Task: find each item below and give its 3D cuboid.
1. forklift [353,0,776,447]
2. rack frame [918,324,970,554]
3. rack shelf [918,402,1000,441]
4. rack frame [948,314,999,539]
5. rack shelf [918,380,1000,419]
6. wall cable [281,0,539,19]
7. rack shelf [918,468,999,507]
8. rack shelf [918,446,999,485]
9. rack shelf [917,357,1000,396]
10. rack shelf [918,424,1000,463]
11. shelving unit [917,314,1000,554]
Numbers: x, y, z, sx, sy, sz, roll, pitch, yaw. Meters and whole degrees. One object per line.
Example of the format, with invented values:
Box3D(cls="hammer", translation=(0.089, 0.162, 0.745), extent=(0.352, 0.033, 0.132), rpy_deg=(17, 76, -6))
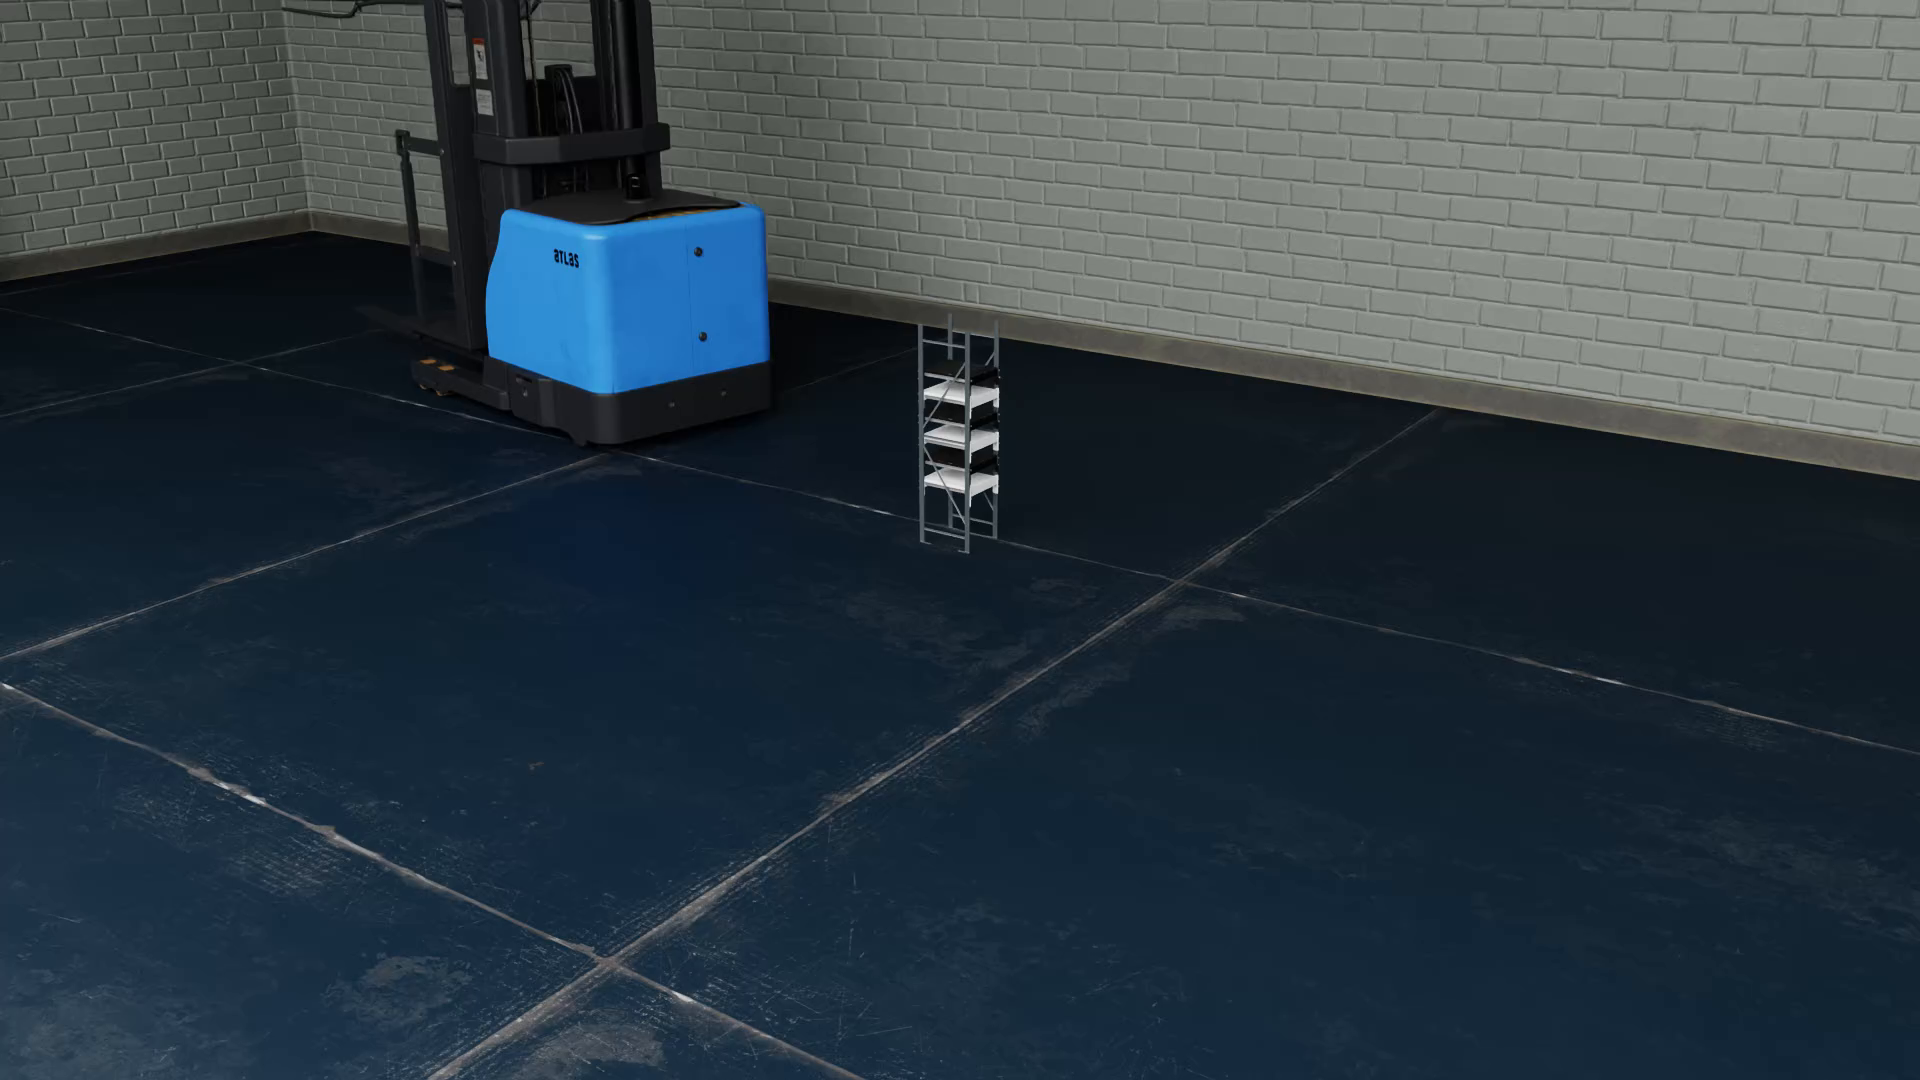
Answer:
Box3D(cls="forklift", translation=(-2.310, -2.243, 8.603), extent=(1.130, 2.935, 3.031), rpy_deg=(-18, 27, -40))
Box3D(cls="rack frame", translation=(-0.062, -0.391, 6.524), extent=(0.240, 0.900, 0.006), rpy_deg=(13, 24, 32))
Box3D(cls="rack shelf", translation=(-0.005, -0.473, 6.583), extent=(0.258, 0.077, 0.200), rpy_deg=(13, 24, 32))
Box3D(cls="rack frame", translation=(0.053, -0.449, 6.681), extent=(0.240, 0.900, 0.006), rpy_deg=(13, 24, 32))
Box3D(cls="rack shelf", translation=(-0.005, -0.557, 6.552), extent=(0.258, 0.077, 0.200), rpy_deg=(13, 24, 32))
Box3D(cls="wall cable", translation=(-4.122, -5.010, 11.815), extent=(3.097, 2.526, 0.112), rpy_deg=(13, 24, 32))
Box3D(cls="rack shelf", translation=(-0.005, -0.220, 6.677), extent=(0.258, 0.077, 0.200), rpy_deg=(13, 24, 32))
Box3D(cls="rack shelf", translation=(-0.005, -0.304, 6.645), extent=(0.258, 0.077, 0.200), rpy_deg=(13, 24, 32))
Box3D(cls="rack shelf", translation=(-0.005, -0.642, 6.520), extent=(0.258, 0.077, 0.200), rpy_deg=(13, 24, 32))
Box3D(cls="rack shelf", translation=(-0.005, -0.388, 6.614), extent=(0.258, 0.077, 0.200), rpy_deg=(13, 24, 32))
Box3D(cls="shelving unit", translation=(-0.005, -0.420, 6.603), extent=(0.258, 0.900, 0.210), rpy_deg=(13, 24, 32))
